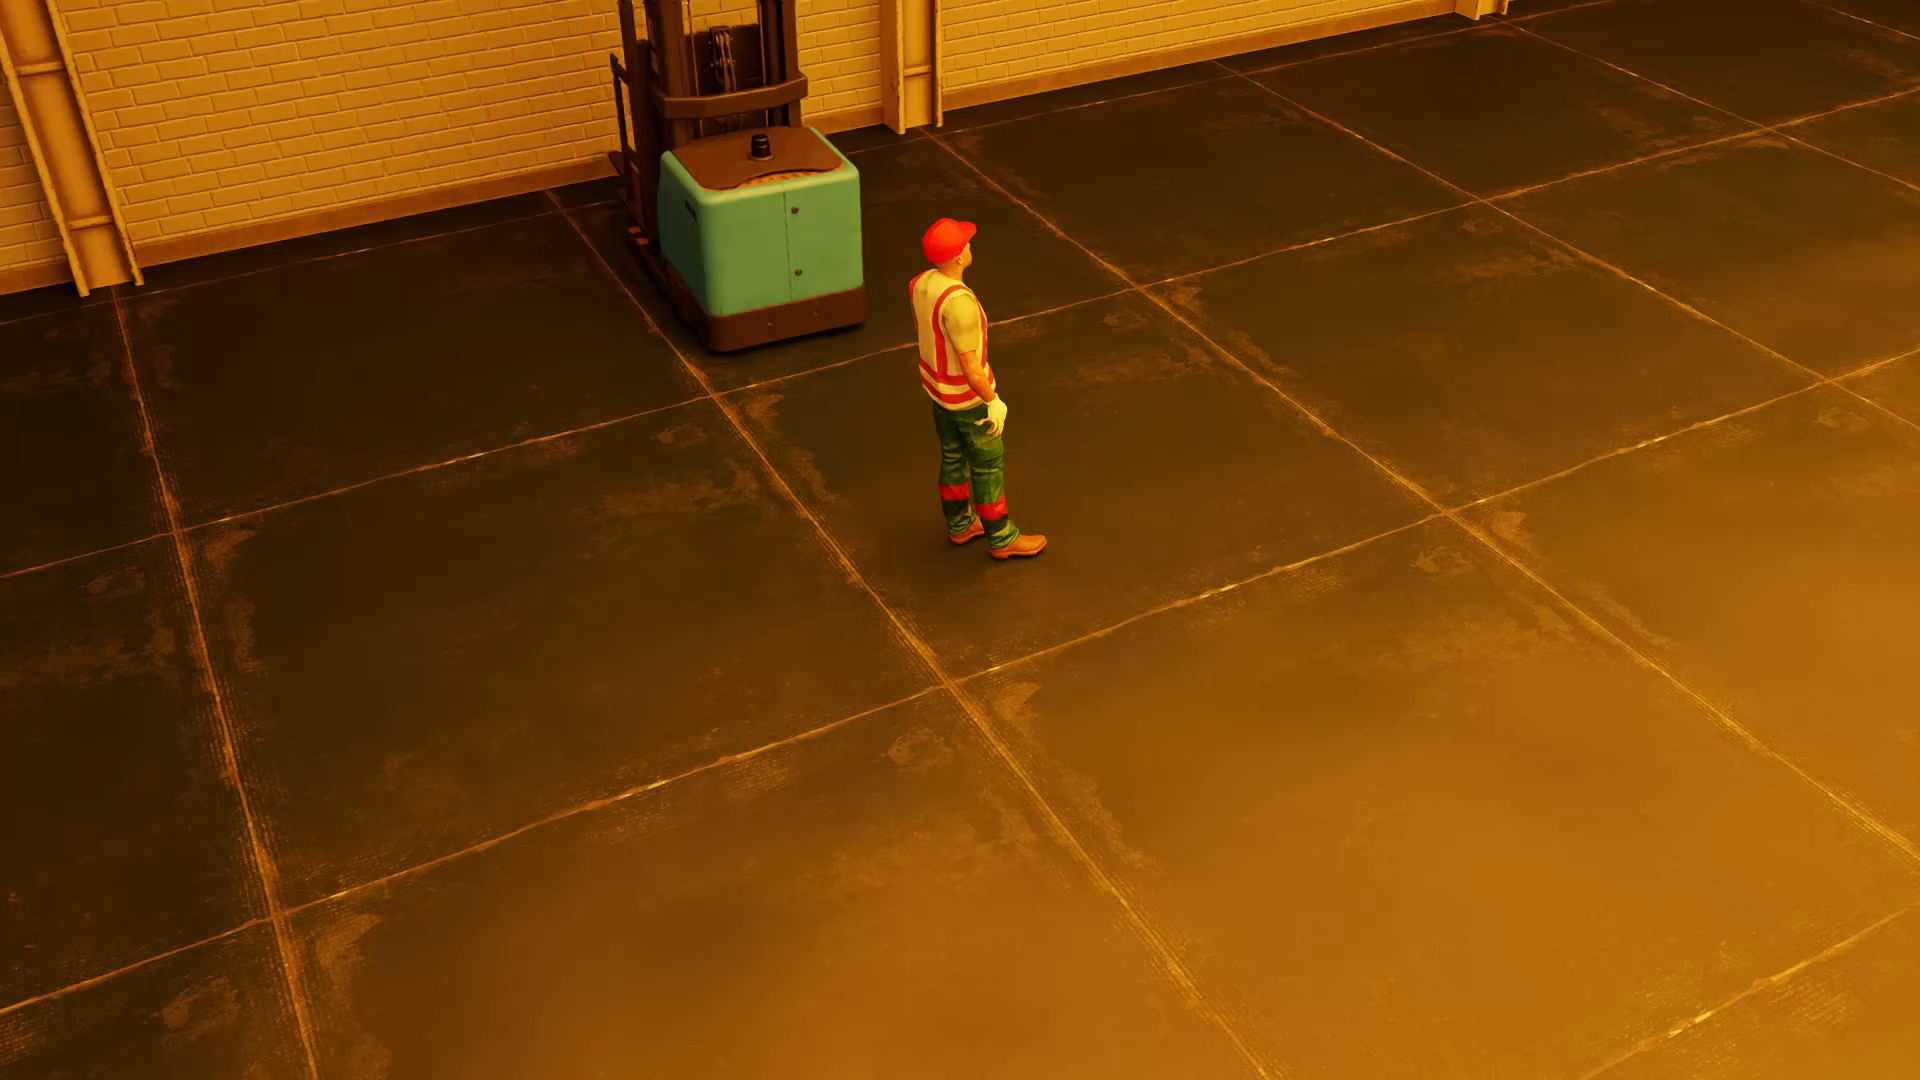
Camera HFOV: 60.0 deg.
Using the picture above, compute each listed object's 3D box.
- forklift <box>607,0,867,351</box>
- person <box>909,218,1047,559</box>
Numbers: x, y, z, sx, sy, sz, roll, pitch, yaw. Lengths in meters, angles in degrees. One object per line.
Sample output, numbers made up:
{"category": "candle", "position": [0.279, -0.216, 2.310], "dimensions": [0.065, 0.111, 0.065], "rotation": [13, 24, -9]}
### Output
{"category": "forklift", "position": [-1.671, -3.190, 10.635], "dimensions": [1.130, 2.935, 3.031], "rotation": [-15, 38, -20]}
{"category": "person", "position": [0.076, -0.753, 8.165], "dimensions": [0.562, 1.789, 0.638], "rotation": [-17, 39, -23]}
